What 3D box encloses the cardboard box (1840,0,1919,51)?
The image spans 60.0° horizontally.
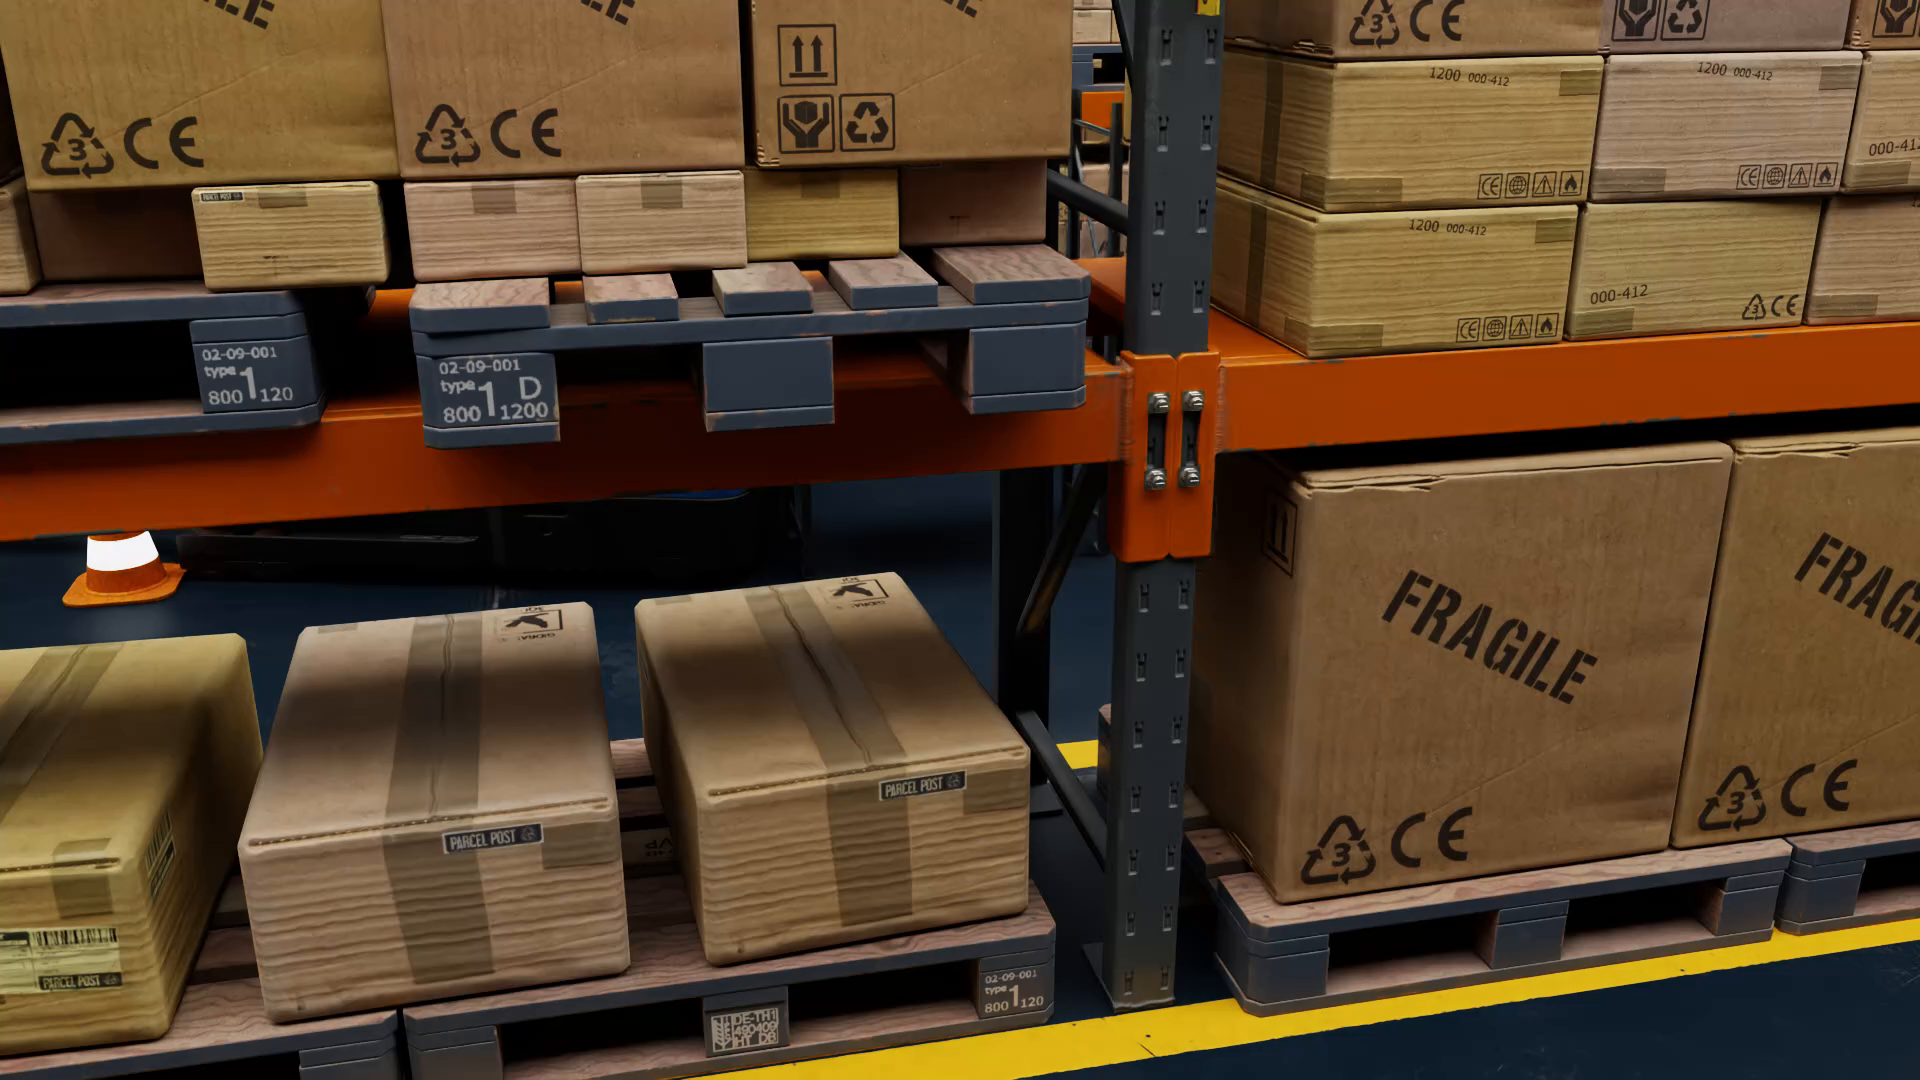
[{"bbox_3d":[1.774,-1.200,3.131,0.500,0.500,0.500,-4,21,-11],"label":"cardboard box"}]

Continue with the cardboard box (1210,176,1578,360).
[{"bbox_3d":[0.784,-0.532,3.125,0.500,0.250,0.500,-5,21,-13],"label":"cardboard box"}]

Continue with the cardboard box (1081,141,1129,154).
[{"bbox_3d":[0.605,-1.893,8.555,0.500,0.250,0.500,-4,21,-11],"label":"cardboard box"}]

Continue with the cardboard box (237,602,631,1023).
[{"bbox_3d":[-1.018,0.491,3.323,0.625,0.372,0.950,-5,21,-14],"label":"cardboard box"}]

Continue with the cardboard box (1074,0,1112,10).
[{"bbox_3d":[0.540,-2.571,7.794,0.250,0.149,0.380,-5,21,-12],"label":"cardboard box"}]

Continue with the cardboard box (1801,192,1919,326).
[{"bbox_3d":[1.792,-0.618,3.360,0.500,0.250,0.500,-4,20,-11],"label":"cardboard box"}]

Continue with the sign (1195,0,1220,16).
[{"bbox_3d":[0.384,-0.974,2.544,0.005,0.325,0.100,-5,21,-12],"label":"sign"}]

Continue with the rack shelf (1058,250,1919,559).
[{"bbox_3d":[2.196,-0.469,3.779,4.000,0.370,1.077,-5,21,-12],"label":"rack shelf"}]

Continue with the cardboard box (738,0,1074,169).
[{"bbox_3d":[-0.128,-0.903,2.730,0.500,0.500,0.500,-5,21,-14],"label":"cardboard box"}]

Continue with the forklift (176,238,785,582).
[{"bbox_3d":[-2.151,-1.426,5.446,3.031,2.935,1.130,2,20,4],"label":"forklift"}]

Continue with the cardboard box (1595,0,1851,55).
[{"bbox_3d":[1.267,-1.164,3.033,0.500,0.500,0.500,-5,21,-12],"label":"cardboard box"}]

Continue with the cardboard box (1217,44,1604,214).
[{"bbox_3d":[0.800,-0.770,3.047,0.500,0.250,0.500,-5,21,-13],"label":"cardboard box"}]

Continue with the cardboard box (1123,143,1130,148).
[{"bbox_3d":[1.111,-1.937,8.676,0.500,0.250,0.500,-4,20,-10],"label":"cardboard box"}]

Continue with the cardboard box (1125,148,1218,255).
[{"bbox_3d":[0.683,-0.705,3.596,0.500,0.250,0.500,-5,21,-14],"label":"cardboard box"}]

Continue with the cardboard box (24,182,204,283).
[{"bbox_3d":[-1.279,-0.521,2.630,0.250,0.149,0.380,-4,21,-12],"label":"cardboard box"}]

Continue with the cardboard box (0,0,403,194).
[{"bbox_3d":[-1.120,-0.818,2.499,0.500,0.500,0.500,-6,21,-16],"label":"cardboard box"}]

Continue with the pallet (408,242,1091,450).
[{"bbox_3d":[-0.419,-0.466,3.005,1.003,0.211,1.213,-5,21,-12],"label":"pallet"}]

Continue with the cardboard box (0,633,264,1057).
[{"bbox_3d":[-1.758,0.549,3.165,0.625,0.372,0.950,-4,20,-11],"label":"cardboard box"}]

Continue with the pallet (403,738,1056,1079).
[{"bbox_3d":[-0.511,0.722,3.535,1.213,0.211,1.003,-5,21,-12],"label":"pallet"}]

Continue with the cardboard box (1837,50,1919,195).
[{"bbox_3d":[1.791,-0.846,3.254,0.500,0.250,0.500,-5,21,-13],"label":"cardboard box"}]

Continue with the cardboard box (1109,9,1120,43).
[{"bbox_3d":[0.784,-2.450,7.896,0.250,0.149,0.380,-4,21,-12],"label":"cardboard box"}]

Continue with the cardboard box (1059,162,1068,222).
[{"bbox_3d":[0.233,-1.686,7.991,0.500,0.250,0.500,-5,21,-13],"label":"cardboard box"}]

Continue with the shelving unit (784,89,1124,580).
[{"bbox_3d":[-0.054,-0.696,5.534,1.048,1.500,0.538,-5,21,-12],"label":"shelving unit"}]

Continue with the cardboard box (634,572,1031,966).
[{"bbox_3d":[-0.302,0.430,3.490,0.625,0.372,0.950,-6,21,-16],"label":"cardboard box"}]

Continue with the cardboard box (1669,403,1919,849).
[{"bbox_3d":[1.810,0.056,3.779,0.875,0.875,0.875,-4,21,-12],"label":"cardboard box"}]

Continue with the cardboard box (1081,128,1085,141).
[{"bbox_3d":[0.375,-3.353,13.086,0.875,0.875,1.225,-5,21,-14],"label":"cardboard box"}]

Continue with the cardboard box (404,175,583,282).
[{"bbox_3d":[-0.741,-0.525,2.642,0.250,0.149,0.380,-6,21,-15],"label":"cardboard box"}]

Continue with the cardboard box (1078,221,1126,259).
[{"bbox_3d":[0.747,-1.374,8.229,0.500,0.500,0.500,-5,21,-14],"label":"cardboard box"}]

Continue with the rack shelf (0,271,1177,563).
[{"bbox_3d":[-1.696,-0.152,2.915,4.000,0.370,1.077,-5,21,-12],"label":"rack shelf"}]

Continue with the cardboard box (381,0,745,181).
[{"bbox_3d":[-0.629,-0.858,2.609,0.500,0.500,0.500,-5,21,-13],"label":"cardboard box"}]

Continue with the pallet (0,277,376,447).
[{"bbox_3d":[-1.667,-0.388,2.791,1.213,0.211,1.003,-5,21,-12],"label":"pallet"}]

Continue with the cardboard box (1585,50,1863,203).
[{"bbox_3d":[1.303,-0.811,3.158,0.500,0.250,0.500,-4,21,-11],"label":"cardboard box"}]

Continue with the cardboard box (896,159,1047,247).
[{"bbox_3d":[-0.015,-0.623,2.908,0.250,0.149,0.380,-4,20,-10],"label":"cardboard box"}]

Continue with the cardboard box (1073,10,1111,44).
[{"bbox_3d":[0.539,-2.431,7.844,0.250,0.149,0.380,-4,20,-11],"label":"cardboard box"}]

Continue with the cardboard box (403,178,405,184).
[{"bbox_3d":[-0.941,-0.732,3.206,0.250,0.149,0.380,-5,21,-12],"label":"cardboard box"}]

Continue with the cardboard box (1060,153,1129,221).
[{"bbox_3d":[0.718,-1.721,8.086,0.500,0.250,0.500,-4,21,-12],"label":"cardboard box"}]

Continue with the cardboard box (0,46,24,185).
[{"bbox_3d":[-1.651,-0.775,2.381,0.500,0.500,0.500,-6,21,-15],"label":"cardboard box"}]

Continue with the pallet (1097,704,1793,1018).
[{"bbox_3d":[1.035,0.624,3.804,1.213,0.211,1.003,-5,21,-12],"label":"pallet"}]

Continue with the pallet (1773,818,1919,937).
[{"bbox_3d":[2.220,0.529,4.065,1.213,0.211,1.003,-5,21,-12],"label":"pallet"}]

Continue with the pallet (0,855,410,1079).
[{"bbox_3d":[-1.696,0.818,3.275,1.213,0.211,1.003,-5,21,-12],"label":"pallet"}]

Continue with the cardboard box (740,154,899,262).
[{"bbox_3d":[-0.259,-0.577,2.784,0.250,0.149,0.380,-4,21,-12],"label":"cardboard box"}]

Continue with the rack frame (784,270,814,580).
[{"bbox_3d":[-0.549,-0.657,5.427,0.032,1.500,0.500,-5,21,-12],"label":"rack frame"}]

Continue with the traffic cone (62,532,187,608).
[{"bbox_3d":[-2.706,-0.065,5.319,0.334,0.463,0.336,-5,21,-12],"label":"traffic cone"}]

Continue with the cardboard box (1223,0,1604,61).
[{"bbox_3d":[0.786,-1.122,2.917,0.500,0.500,0.500,-5,21,-14],"label":"cardboard box"}]

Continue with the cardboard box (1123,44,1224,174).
[{"bbox_3d":[0.663,-0.936,3.500,0.500,0.250,0.500,-5,21,-13],"label":"cardboard box"}]

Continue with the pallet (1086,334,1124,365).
[{"bbox_3d":[0.959,-1.145,8.632,1.213,0.211,1.003,-5,21,-12],"label":"pallet"}]

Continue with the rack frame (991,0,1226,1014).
[{"bbox_3d":[0.250,-0.648,3.223,0.127,3.000,1.000,-5,21,-12],"label":"rack frame"}]

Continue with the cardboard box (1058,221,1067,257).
[{"bbox_3d":[0.248,-1.332,8.114,0.500,0.500,0.500,-4,21,-12],"label":"cardboard box"}]

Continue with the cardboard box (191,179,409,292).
[{"bbox_3d":[-1.005,-0.499,2.570,0.250,0.149,0.380,-4,21,-12],"label":"cardboard box"}]

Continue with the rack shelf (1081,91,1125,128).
[{"bbox_3d":[0.959,-2.118,8.281,4.000,0.370,1.077,-5,21,-12],"label":"rack shelf"}]

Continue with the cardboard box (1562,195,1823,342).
[{"bbox_3d":[1.280,-0.579,3.252,0.500,0.250,0.500,-5,21,-14],"label":"cardboard box"}]

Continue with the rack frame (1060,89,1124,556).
[{"bbox_3d":[0.441,-0.735,5.641,0.032,1.500,0.500,-5,21,-12],"label":"rack frame"}]

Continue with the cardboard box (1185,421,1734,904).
[{"bbox_3d":[0.941,0.125,3.590,0.875,0.875,0.875,-5,21,-13],"label":"cardboard box"}]

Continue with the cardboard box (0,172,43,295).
[{"bbox_3d":[-1.504,-0.474,2.501,0.250,0.149,0.380,-5,21,-14],"label":"cardboard box"}]

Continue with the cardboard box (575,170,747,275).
[{"bbox_3d":[-0.494,-0.542,2.689,0.250,0.149,0.380,-5,21,-13],"label":"cardboard box"}]

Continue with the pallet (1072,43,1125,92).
[{"bbox_3d":[0.930,-2.377,8.223,1.213,0.211,1.003,-5,21,-12],"label":"pallet"}]

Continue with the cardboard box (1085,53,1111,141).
[{"bbox_3d":[1.244,-3.424,13.280,0.875,0.875,1.225,-5,21,-12],"label":"cardboard box"}]
